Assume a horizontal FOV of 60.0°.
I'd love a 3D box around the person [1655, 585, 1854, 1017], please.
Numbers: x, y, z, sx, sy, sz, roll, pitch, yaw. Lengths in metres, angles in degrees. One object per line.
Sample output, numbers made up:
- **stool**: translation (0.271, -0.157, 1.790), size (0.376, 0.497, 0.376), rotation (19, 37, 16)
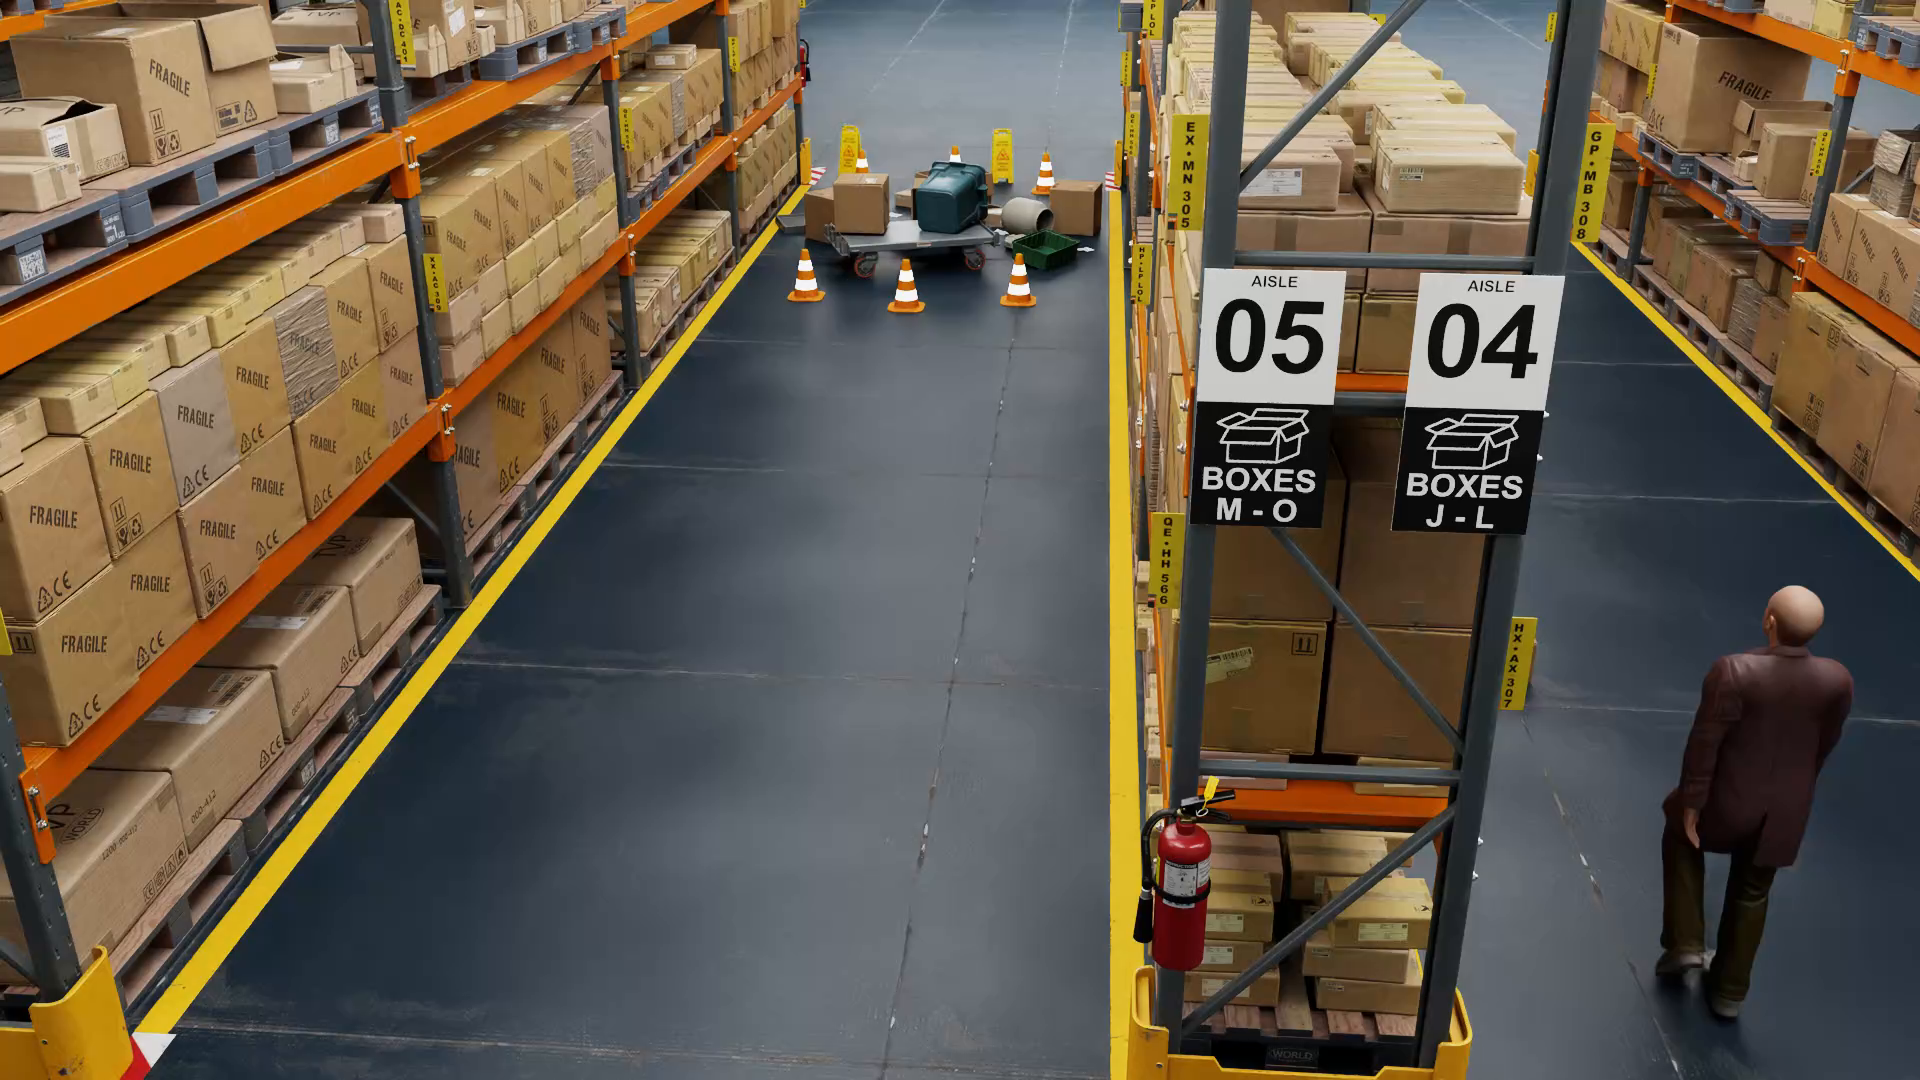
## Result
- **person**: translation (3.018, 1.004, 6.400), size (0.585, 1.835, 0.516), rotation (3, 24, 7)
